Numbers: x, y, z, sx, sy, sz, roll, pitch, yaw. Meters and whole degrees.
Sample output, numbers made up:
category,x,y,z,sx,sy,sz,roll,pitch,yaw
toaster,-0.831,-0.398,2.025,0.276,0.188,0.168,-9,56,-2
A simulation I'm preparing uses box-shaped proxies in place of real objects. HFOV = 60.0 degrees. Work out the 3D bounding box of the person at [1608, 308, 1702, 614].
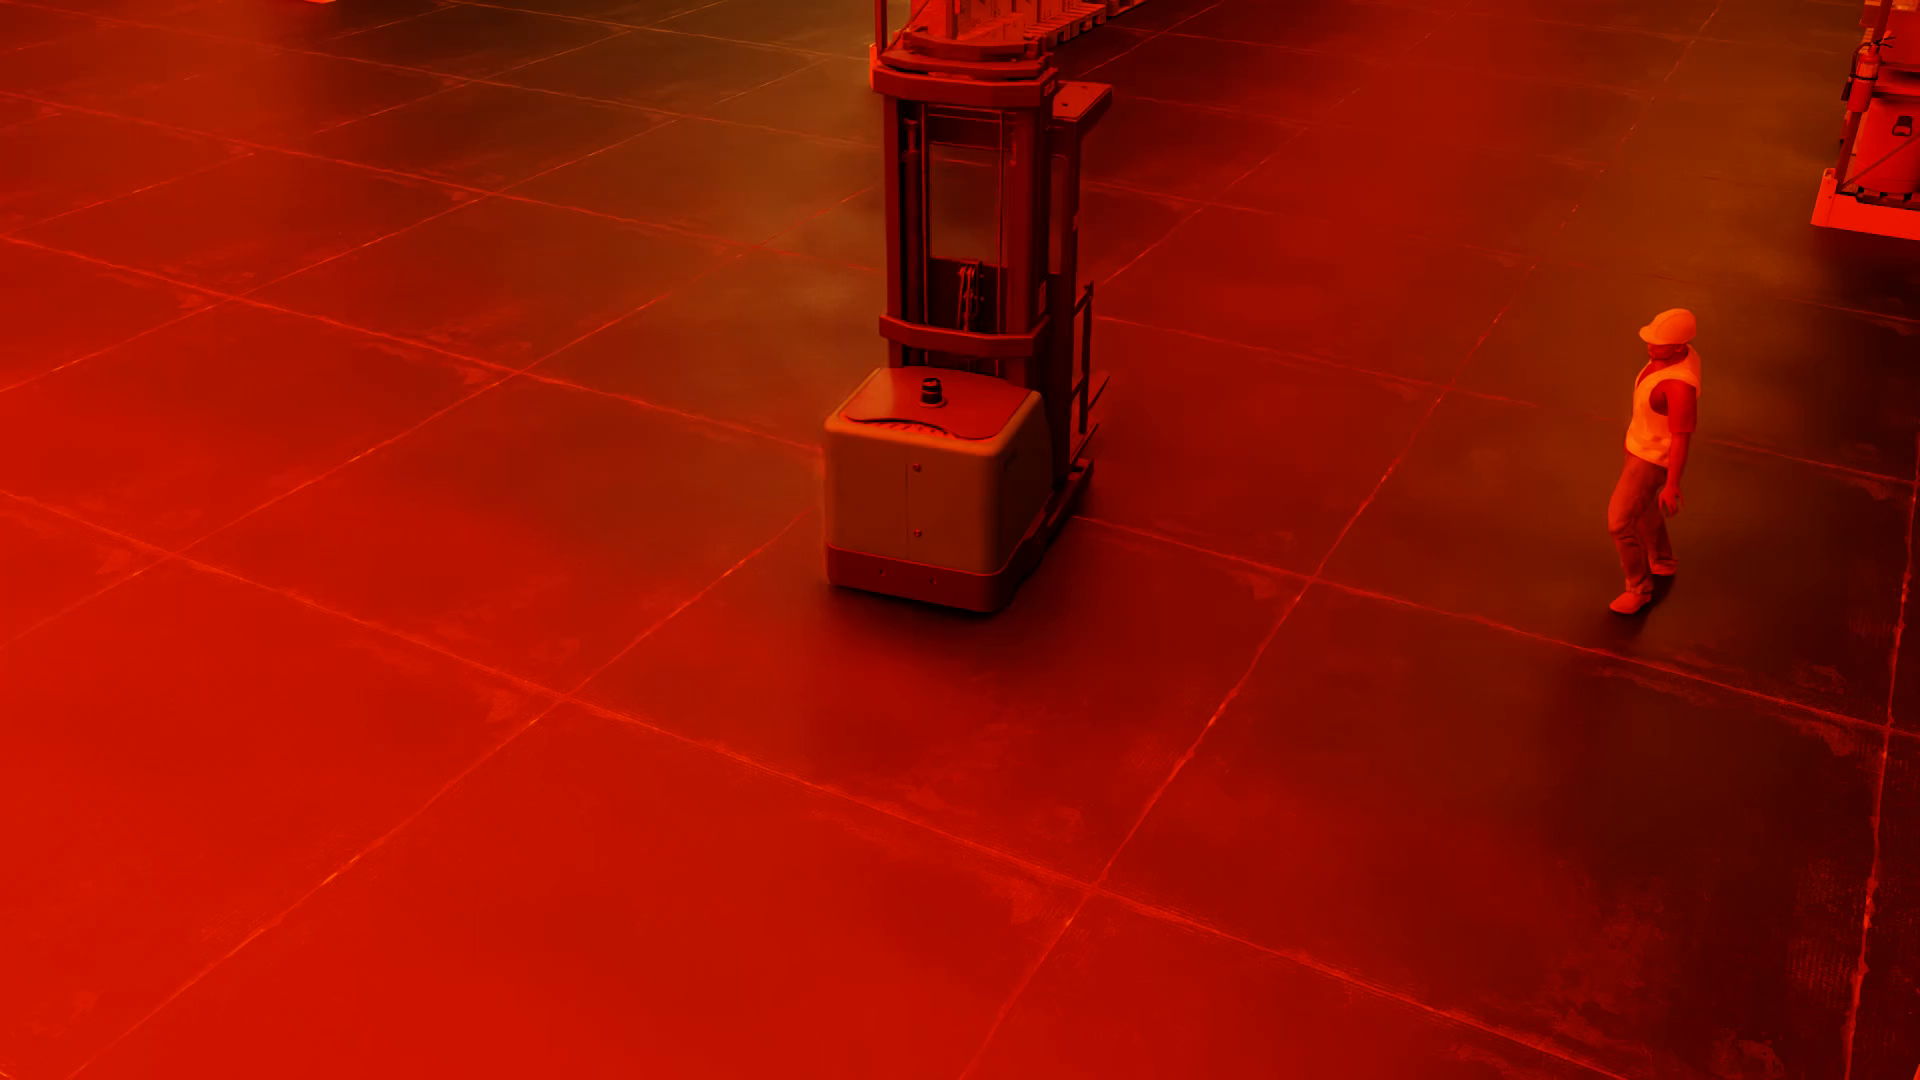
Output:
category,x,y,z,sx,sy,sz,roll,pitch,yaw
person,3.876,-0.498,9.207,0.487,1.741,0.902,10,32,18

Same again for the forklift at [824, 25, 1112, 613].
category,x,y,z,sx,sy,sz,roll,pitch,yaw
forklift,0.218,-1.593,9.830,1.130,2.935,3.031,10,31,17
